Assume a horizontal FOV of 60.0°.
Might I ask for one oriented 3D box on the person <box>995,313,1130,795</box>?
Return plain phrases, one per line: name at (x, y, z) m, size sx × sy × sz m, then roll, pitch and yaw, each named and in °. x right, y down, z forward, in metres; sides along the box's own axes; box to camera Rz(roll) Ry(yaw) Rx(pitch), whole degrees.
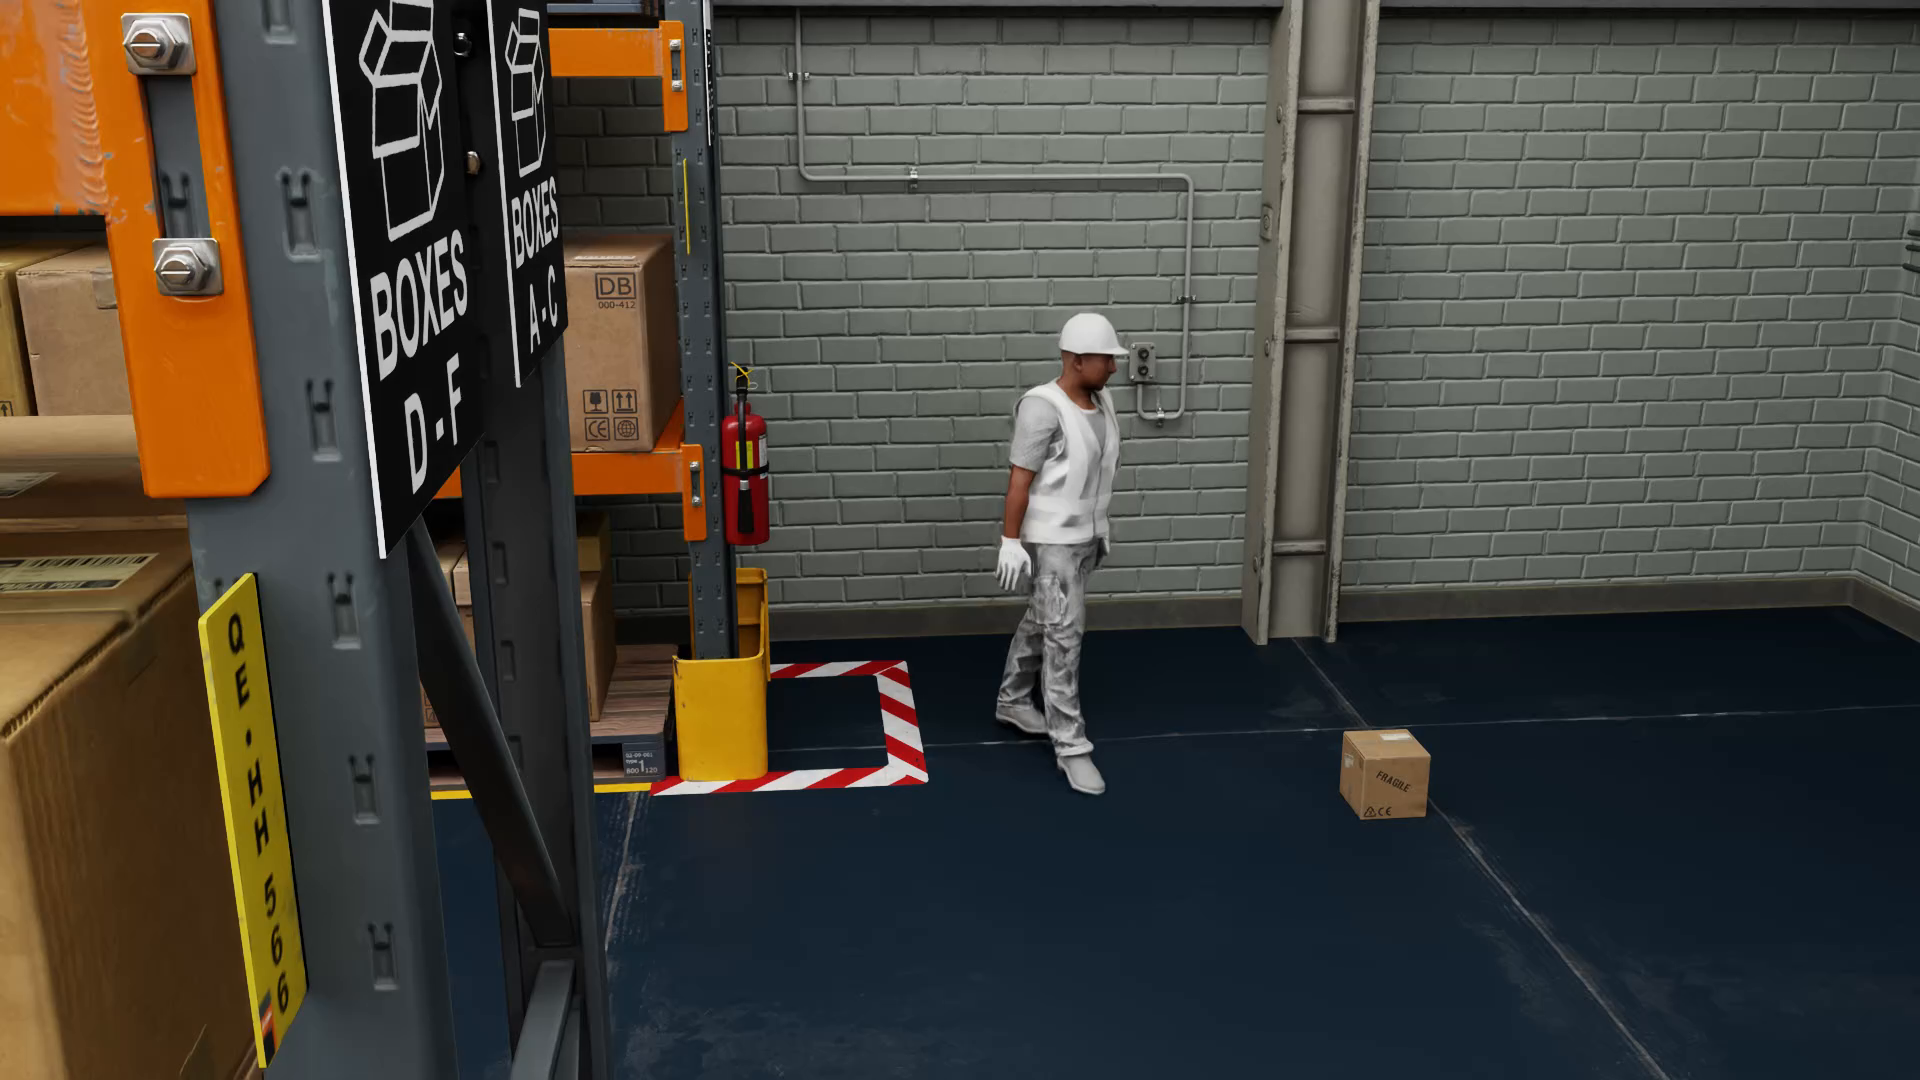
person at (0.415, 0.001, 6.510) m, size 0.725 × 1.781 × 0.635 m, roll 12°, pitch 20°, yaw 34°
